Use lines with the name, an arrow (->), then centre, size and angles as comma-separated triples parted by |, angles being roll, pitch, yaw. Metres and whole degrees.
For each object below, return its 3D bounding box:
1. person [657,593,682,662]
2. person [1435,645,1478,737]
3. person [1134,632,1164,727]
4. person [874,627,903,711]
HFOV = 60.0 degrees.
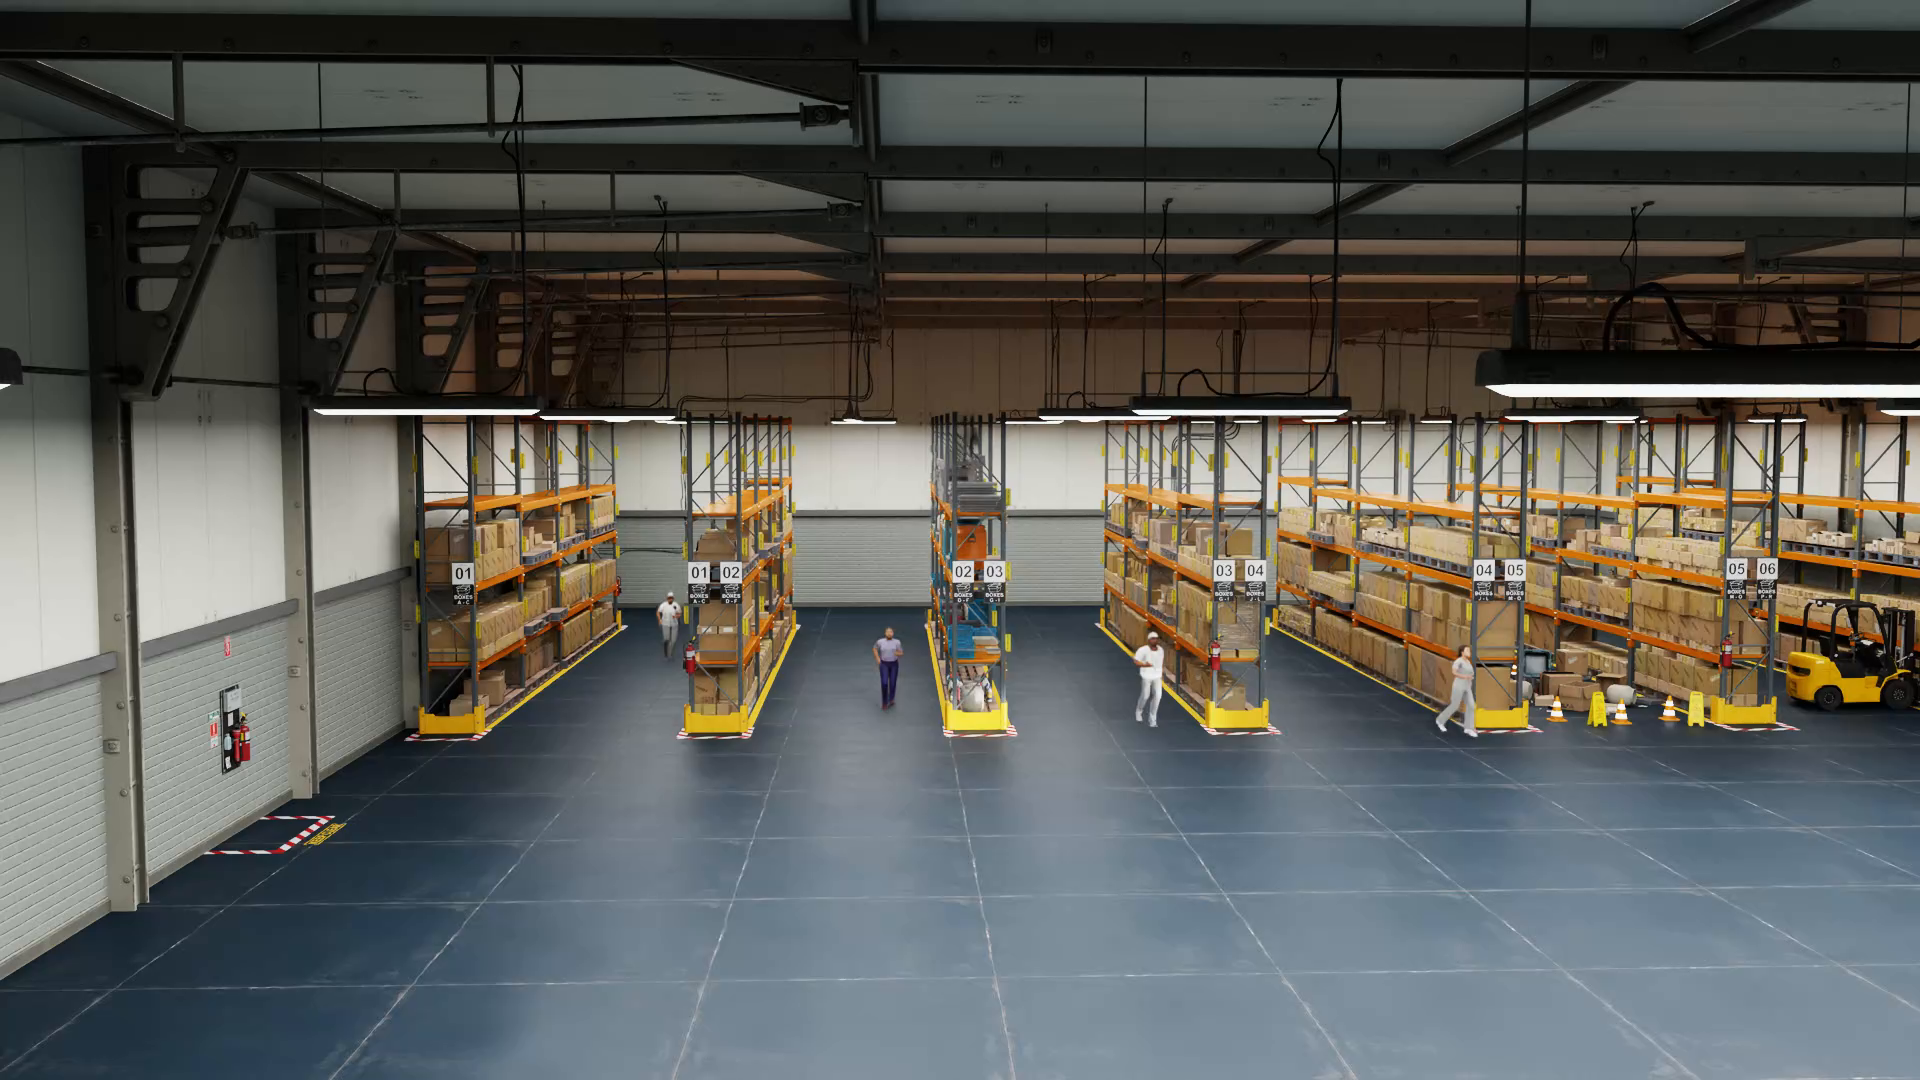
person -> -7.087, 2.134, 40.662 | 0.574, 1.697, 0.680 | -1, 4, -17
person -> 9.319, 2.770, 30.902 | 0.594, 1.668, 0.907 | -3, 5, -37
person -> 3.653, 2.682, 31.993 | 0.708, 1.848, 0.714 | -1, 4, -18
person -> -1.443, 2.619, 33.777 | 0.587, 1.705, 0.706 | -1, 4, -9
